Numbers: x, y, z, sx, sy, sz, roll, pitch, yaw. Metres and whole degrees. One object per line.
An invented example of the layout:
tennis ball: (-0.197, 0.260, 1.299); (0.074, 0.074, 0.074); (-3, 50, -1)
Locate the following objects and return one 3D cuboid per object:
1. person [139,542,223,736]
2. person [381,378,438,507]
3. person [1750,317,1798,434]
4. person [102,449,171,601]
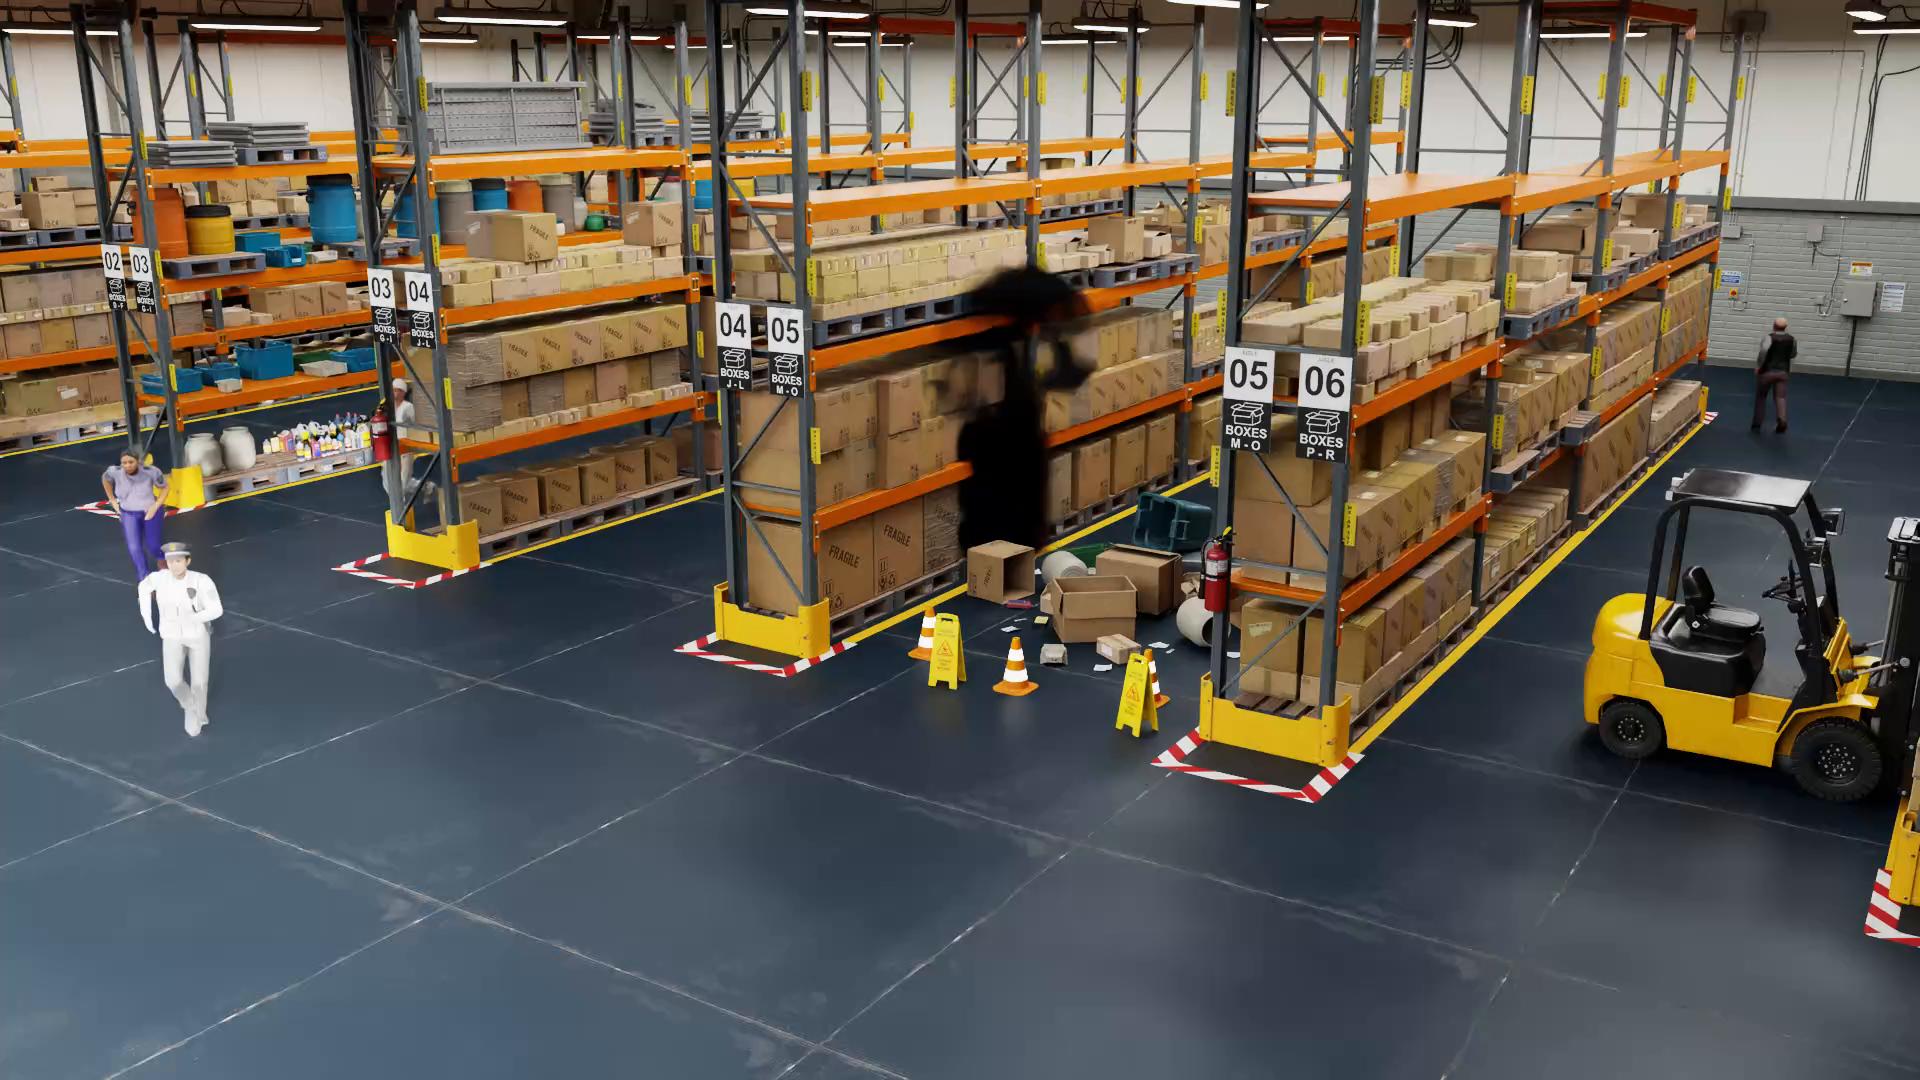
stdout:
person: (-6.184, 0.782, 13.250); (0.643, 1.639, 0.760); (-4, 16, -15)
person: (-6.627, -1.065, 19.826); (0.649, 1.752, 0.689); (9, 18, 30)
person: (12.066, -2.430, 24.642); (0.644, 1.732, 0.948); (2, 16, 6)
person: (-8.451, -0.229, 17.216); (0.639, 1.612, 0.973); (-4, 16, -13)
